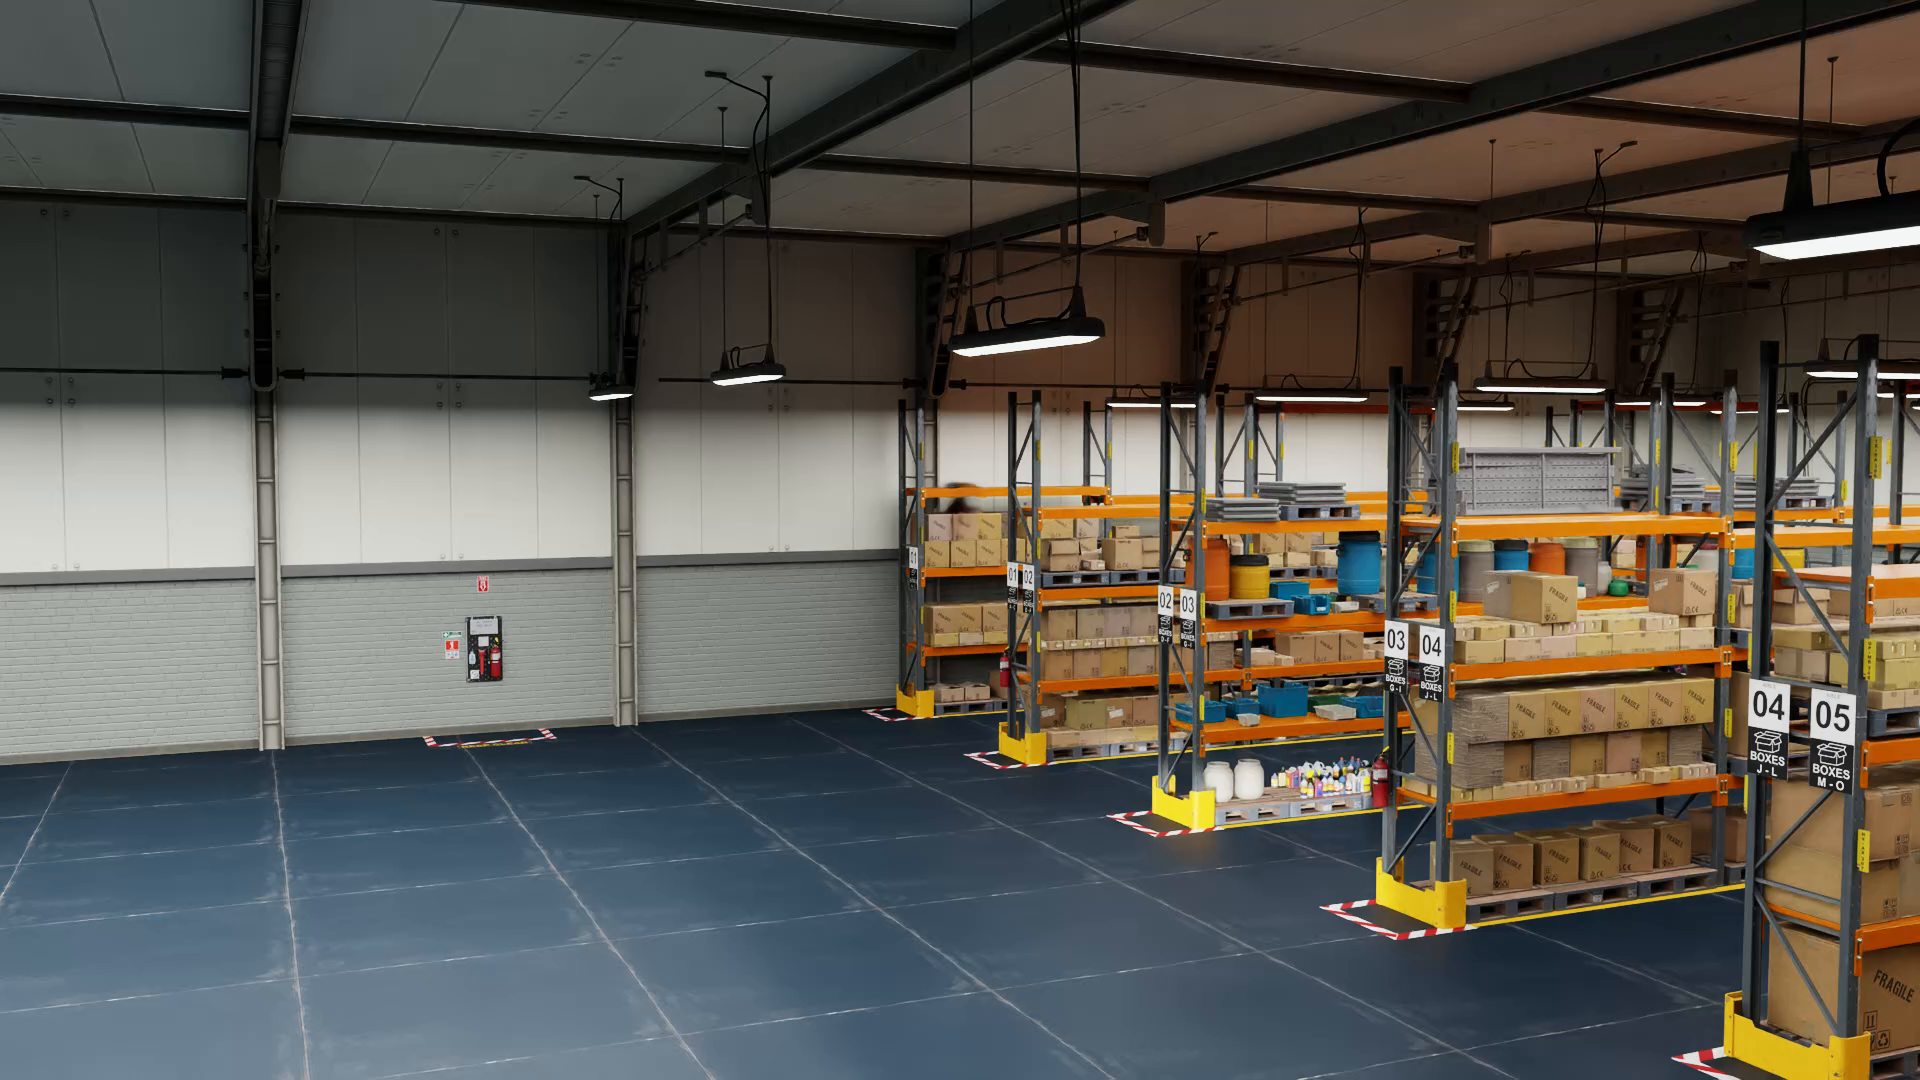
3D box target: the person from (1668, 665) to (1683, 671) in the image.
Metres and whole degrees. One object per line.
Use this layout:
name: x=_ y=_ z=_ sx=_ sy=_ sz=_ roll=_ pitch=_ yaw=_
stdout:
person: x=13.061 y=2.565 z=30.313 sx=0.501 sy=1.666 sz=0.406 roll=1 pitch=3 yaw=9
